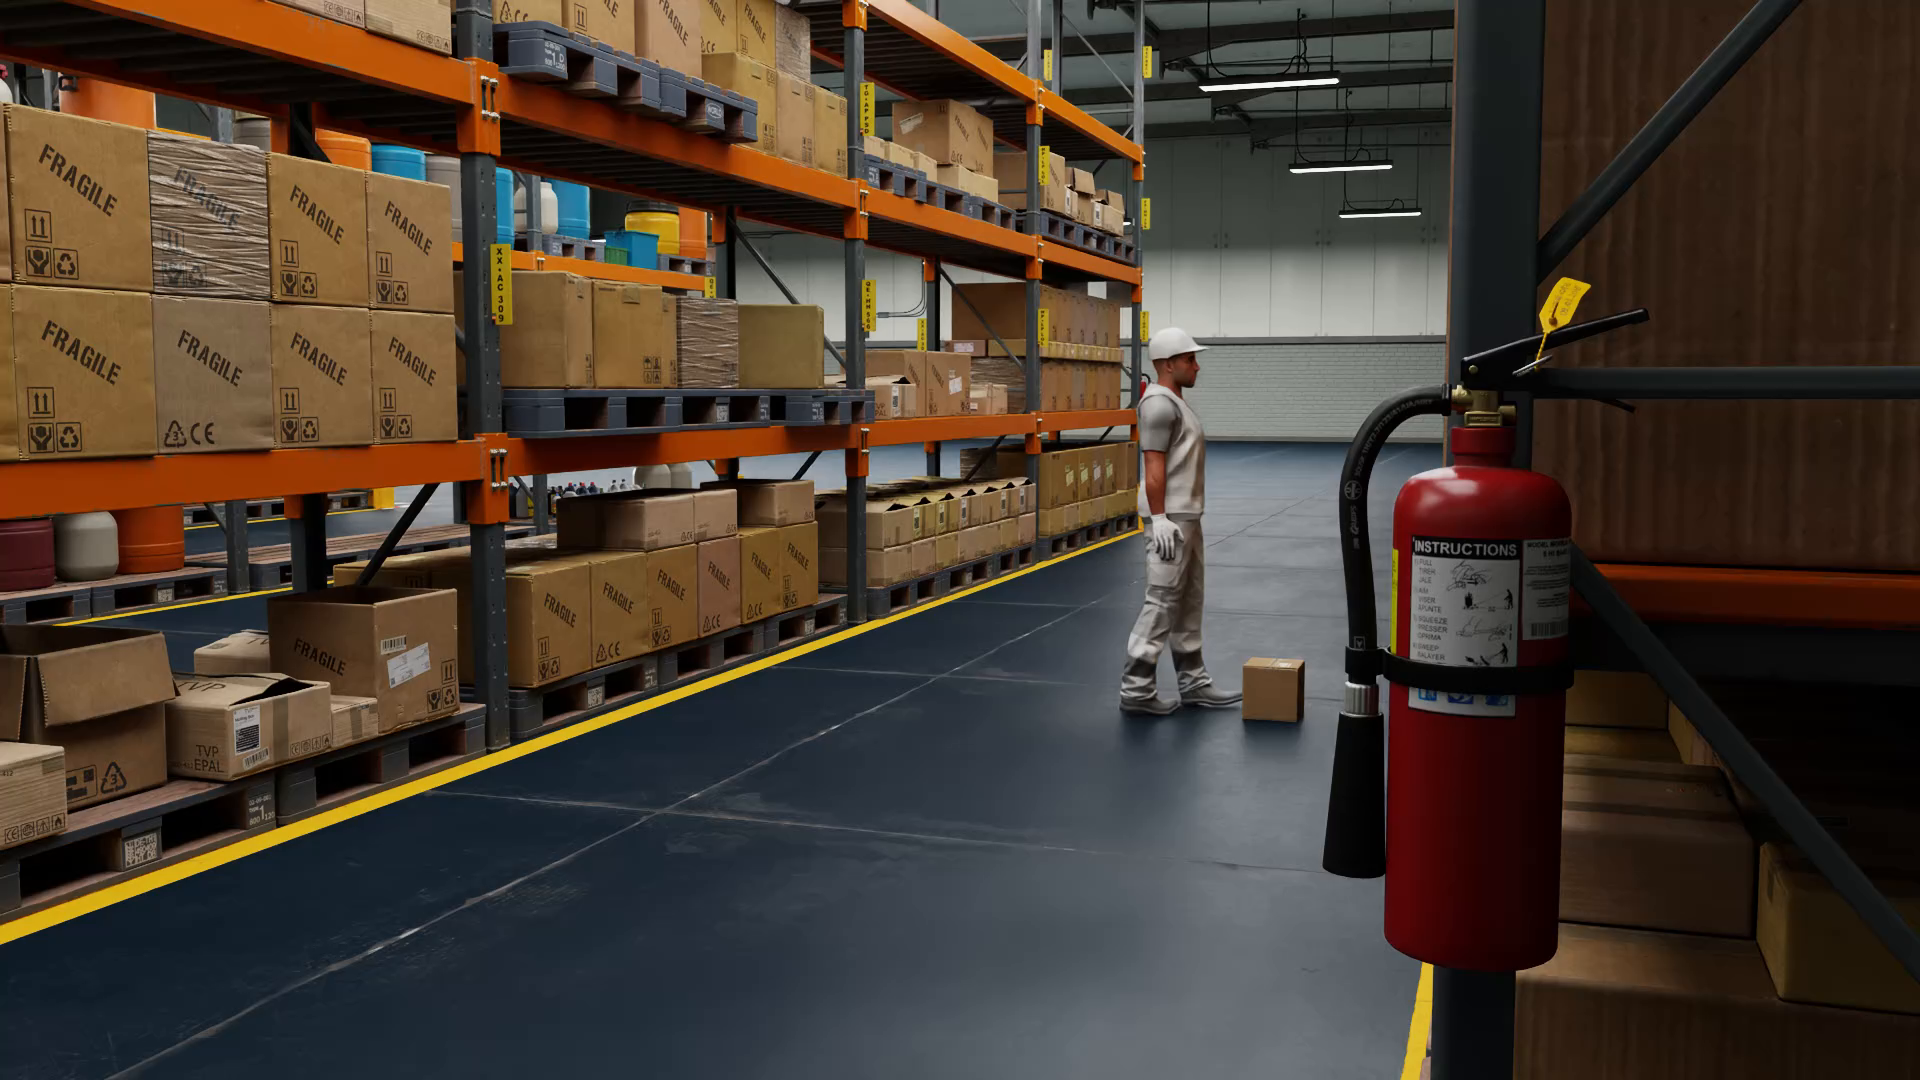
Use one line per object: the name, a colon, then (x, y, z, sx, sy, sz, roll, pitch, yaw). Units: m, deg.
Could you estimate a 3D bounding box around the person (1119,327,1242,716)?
person: (1.053, -0.090, 7.778, 0.552, 1.795, 0.574, 1, 5, 13)
